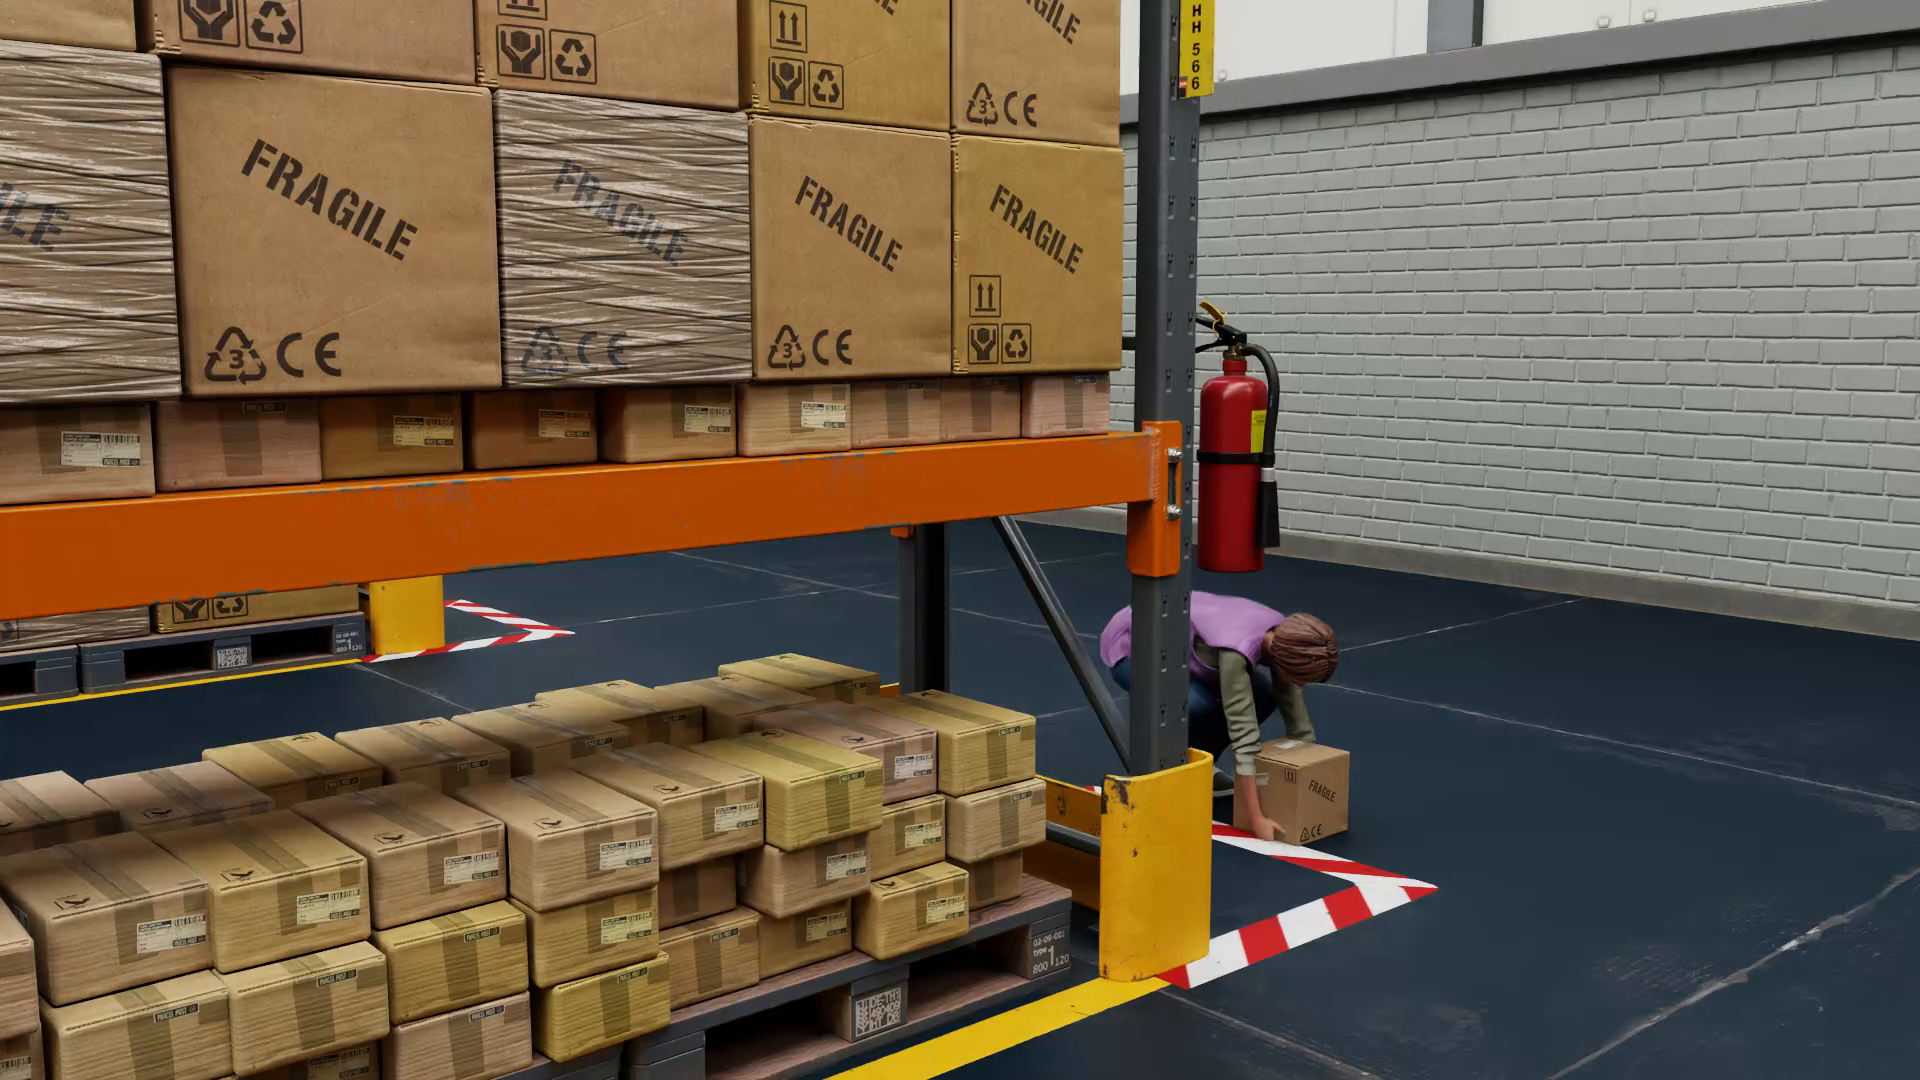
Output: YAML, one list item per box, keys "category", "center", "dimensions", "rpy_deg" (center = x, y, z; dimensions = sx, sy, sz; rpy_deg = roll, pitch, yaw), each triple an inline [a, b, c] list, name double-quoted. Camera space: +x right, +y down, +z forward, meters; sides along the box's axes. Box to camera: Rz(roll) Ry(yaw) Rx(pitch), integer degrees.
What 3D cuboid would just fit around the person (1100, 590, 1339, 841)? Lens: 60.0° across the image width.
- category: "person"
  center: [0.824, 0.535, 5.344]
  dimensions: [0.419, 0.712, 0.868]
  rpy_deg: [-6, 10, -39]
